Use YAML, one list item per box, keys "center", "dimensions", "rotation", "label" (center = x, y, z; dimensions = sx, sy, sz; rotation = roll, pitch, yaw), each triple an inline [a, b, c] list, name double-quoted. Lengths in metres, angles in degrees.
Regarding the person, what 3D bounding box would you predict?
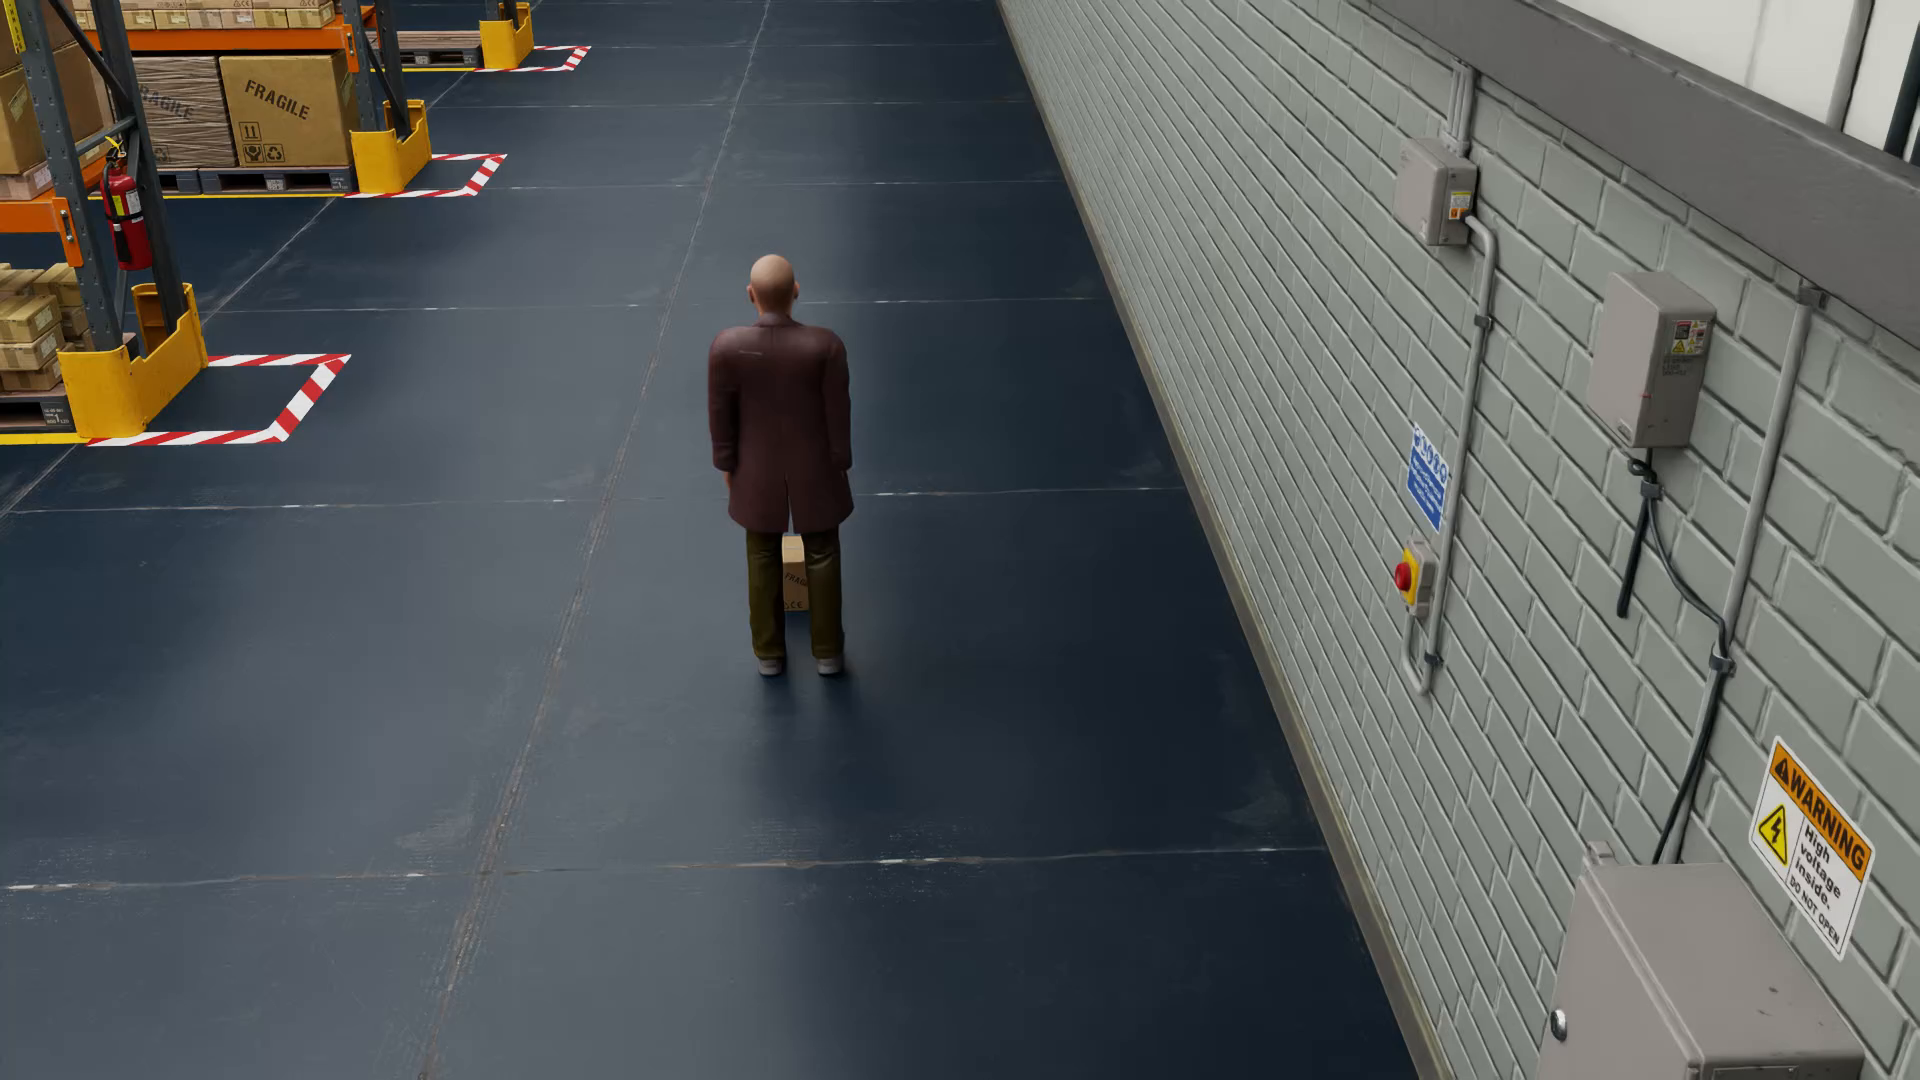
- center: [-0.712, -0.288, 6.713]
  dimensions: [0.562, 1.776, 0.379]
  rotation: [-1, 27, -2]
  label: "person"
